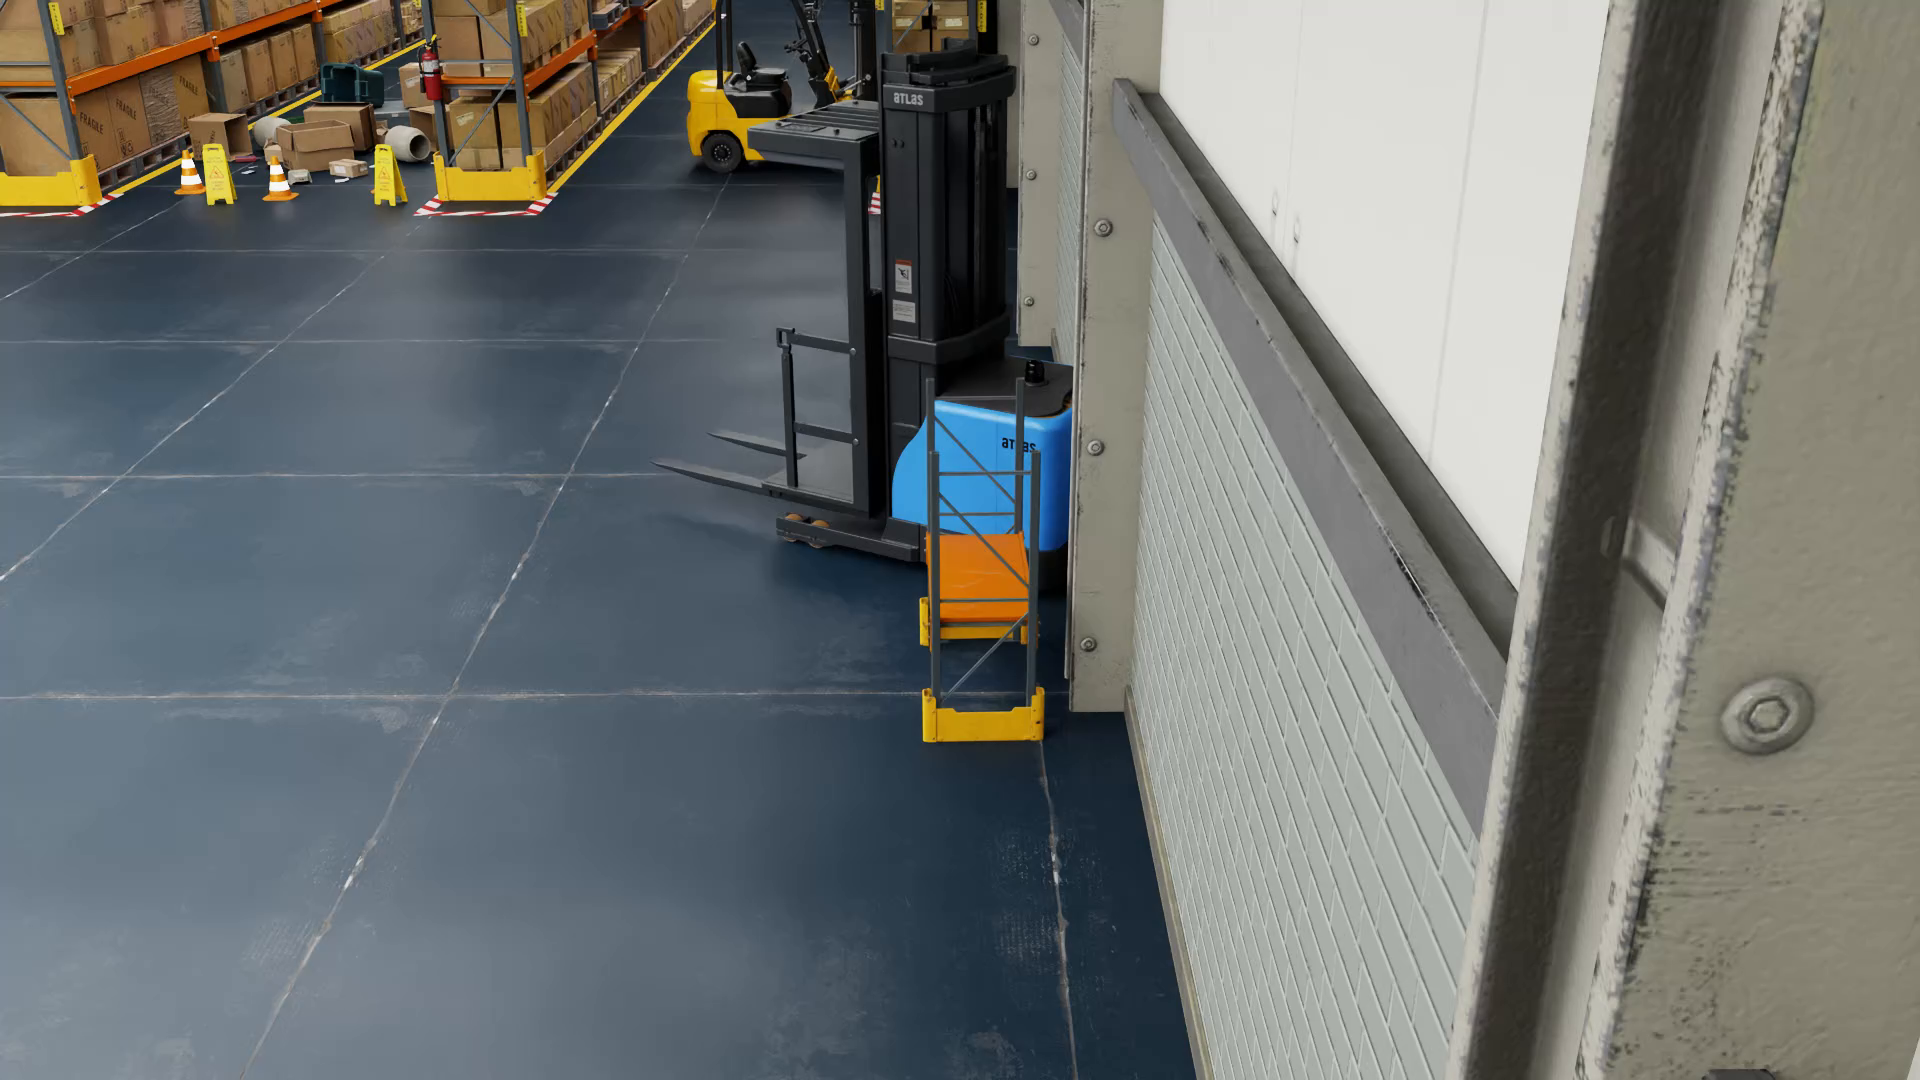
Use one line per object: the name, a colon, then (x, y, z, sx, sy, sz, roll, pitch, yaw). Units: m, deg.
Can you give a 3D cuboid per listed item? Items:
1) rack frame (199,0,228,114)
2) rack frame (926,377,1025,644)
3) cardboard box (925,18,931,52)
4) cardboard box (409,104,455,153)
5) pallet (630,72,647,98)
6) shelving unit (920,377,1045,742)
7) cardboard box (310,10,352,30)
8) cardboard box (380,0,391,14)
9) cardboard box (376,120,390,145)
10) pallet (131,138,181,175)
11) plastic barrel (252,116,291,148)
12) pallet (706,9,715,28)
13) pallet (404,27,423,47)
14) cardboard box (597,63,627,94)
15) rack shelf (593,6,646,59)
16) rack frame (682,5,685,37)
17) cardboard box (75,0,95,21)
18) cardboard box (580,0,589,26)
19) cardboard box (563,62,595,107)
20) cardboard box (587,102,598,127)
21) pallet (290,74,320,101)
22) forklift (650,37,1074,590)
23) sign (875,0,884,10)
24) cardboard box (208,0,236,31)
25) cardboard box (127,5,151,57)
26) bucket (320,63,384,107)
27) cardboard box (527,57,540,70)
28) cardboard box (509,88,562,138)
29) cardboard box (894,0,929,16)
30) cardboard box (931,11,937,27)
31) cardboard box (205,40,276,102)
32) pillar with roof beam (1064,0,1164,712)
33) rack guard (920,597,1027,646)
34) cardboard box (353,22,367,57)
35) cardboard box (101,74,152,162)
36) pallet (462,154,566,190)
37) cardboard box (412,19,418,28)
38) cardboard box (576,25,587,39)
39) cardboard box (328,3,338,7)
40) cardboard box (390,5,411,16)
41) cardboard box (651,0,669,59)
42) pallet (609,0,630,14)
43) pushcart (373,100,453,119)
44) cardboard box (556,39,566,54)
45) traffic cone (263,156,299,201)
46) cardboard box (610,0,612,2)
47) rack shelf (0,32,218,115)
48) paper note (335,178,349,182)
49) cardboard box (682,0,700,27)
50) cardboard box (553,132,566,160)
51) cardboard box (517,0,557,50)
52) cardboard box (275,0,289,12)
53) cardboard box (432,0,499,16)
rack frame: (-10.276, -6.802, 21.649, 1.000, 3.000, 0.127, 0, 24, -1)
rack frame: (0.078, -0.133, 8.723, 0.500, 1.500, 0.032, -1, 24, -2)
cardboard box: (-0.585, -5.702, 19.097, 0.500, 0.500, 0.500, 0, 24, 1)
cardboard box: (-6.677, -5.280, 21.316, 0.500, 0.500, 0.500, 19, 30, 35)
pallet: (-5.364, -6.922, 25.298, 1.003, 0.211, 1.213, 0, 24, -1)
shelving unit: (0.096, 0.073, 8.268, 0.587, 1.500, 1.083, -1, 24, -2)
cardboard box: (-10.091, -8.339, 26.661, 0.500, 0.250, 0.500, -1, 24, -1)
cardboard box: (-10.103, -9.187, 28.536, 0.500, 0.250, 0.500, -1, 24, -2)
cardboard box: (-7.465, -5.275, 21.591, 0.258, 0.266, 0.396, -19, 31, -36)
pallet: (-10.330, -4.714, 20.416, 1.003, 0.211, 1.213, 0, 24, -1)
plastic barrel: (-8.730, -5.168, 21.162, 0.512, 0.421, 0.421, 19, 30, 35)
pallet: (-5.372, -10.211, 32.571, 1.003, 0.211, 1.213, 0, 24, -1)
pallet: (-10.406, -9.105, 30.124, 1.003, 0.211, 1.213, 0, 24, -1)
cardboard box: (-5.357, -6.659, 24.012, 0.950, 0.372, 0.625, 1, 24, 1)
rack shelf: (-5.350, -7.362, 23.761, 1.077, 0.370, 4.000, 0, 24, -1)
rack frame: (-5.415, -10.162, 29.079, 1.000, 3.000, 0.127, 0, 24, -1)
cardboard box: (-10.296, -6.093, 18.590, 0.875, 0.550, 0.550, 0, 24, -1)
cardboard box: (-5.074, -6.865, 21.306, 0.500, 0.500, 0.500, -1, 24, -2)
cardboard box: (-5.053, -5.903, 21.580, 0.500, 0.500, 0.500, -1, 24, -1)
cardboard box: (-5.053, -5.562, 21.735, 0.500, 0.250, 0.500, 1, 24, 2)
pallet: (-10.387, -6.854, 25.149, 1.003, 0.211, 1.213, 0, 24, -1)
forklift: (-0.543, -1.461, 9.924, 3.031, 2.935, 1.130, 13, 27, 26)
sign: (-0.864, -5.880, 17.919, 0.100, 0.325, 0.005, 0, 24, -1)
cardboard box: (-10.013, -7.065, 22.111, 0.500, 0.500, 0.500, 0, 24, 0)
cardboard box: (-10.238, -6.051, 19.807, 0.875, 0.550, 0.500, 0, 24, -1)
bucket: (-7.970, -5.957, 21.910, 0.726, 0.611, 0.620, 8, 16, 18)
cardboard box: (-5.020, -5.458, 18.982, 0.380, 0.149, 0.250, -1, 24, -2)
cardboard box: (-5.027, -5.057, 19.708, 0.500, 0.500, 0.500, -1, 24, -3)
cardboard box: (-0.536, -5.865, 18.308, 0.380, 0.149, 0.250, 0, 24, 0)
cardboard box: (-0.132, -5.825, 18.581, 0.380, 0.149, 0.250, 0, 24, -1)
cardboard box: (-10.380, -6.621, 23.470, 1.050, 0.750, 0.750, 0, 24, -1)
pillar with roof beam: (-3.601, -3.302, 6.630, 9.100, 9.000, 0.400, 0, 24, -1)
rack guard: (0.079, 0.437, 8.979, 0.587, 0.250, 0.087, -1, 24, -2)
cardboard box: (-10.092, -8.214, 27.295, 0.500, 0.500, 0.500, -1, 24, -2)
cardboard box: (-10.318, -5.019, 19.775, 0.875, 0.875, 0.875, -1, 24, -1)
pallet: (-5.259, -4.313, 19.531, 1.003, 0.211, 1.213, 0, 24, -1)
cardboard box: (-10.157, -9.459, 30.473, 0.380, 0.149, 0.250, -1, 24, -2)
cardboard box: (-5.010, -6.518, 21.326, 0.380, 0.149, 0.250, 0, 24, 1)
cardboard box: (-10.610, -8.757, 27.587, 0.500, 0.250, 0.500, 1, 24, 1)
cardboard box: (-10.104, -9.519, 29.884, 0.380, 0.149, 0.250, 1, 24, 2)
cardboard box: (-5.301, -8.390, 27.229, 0.875, 0.875, 0.875, 0, 24, 0)
pallet: (-5.309, -7.611, 23.672, 1.003, 0.211, 1.213, 0, 24, -1)
pushcart: (-7.607, -5.640, 22.263, 1.648, 0.377, 0.936, -9, 26, -19)
cardboard box: (-4.993, -5.990, 20.160, 0.380, 0.149, 0.250, 0, 24, 0)
traffic cone: (-7.685, -4.088, 18.727, 0.336, 0.463, 0.334, 0, 24, -1)
cardboard box: (-5.053, -7.599, 23.208, 0.380, 0.149, 0.250, 0, 24, 0)
rack shelf: (-10.255, -5.650, 19.976, 1.077, 0.370, 4.000, 0, 24, -1)
paper note: (-7.285, -4.245, 19.600, 0.148, 0.019, 0.142, -9, 26, -19)
cardboard box: (-5.325, -9.814, 30.910, 0.875, 0.438, 0.875, -1, 24, -2)
cardboard box: (-5.015, -4.700, 19.829, 0.500, 0.250, 0.500, 1, 24, 1)
cardboard box: (-5.028, -6.019, 19.435, 0.500, 0.500, 0.500, -1, 24, -2)
cardboard box: (-10.037, -7.900, 23.956, 0.500, 0.500, 0.500, -1, 24, -1)
cardboard box: (-5.508, -6.064, 18.322, 0.700, 0.500, 0.500, -1, 24, -2)
